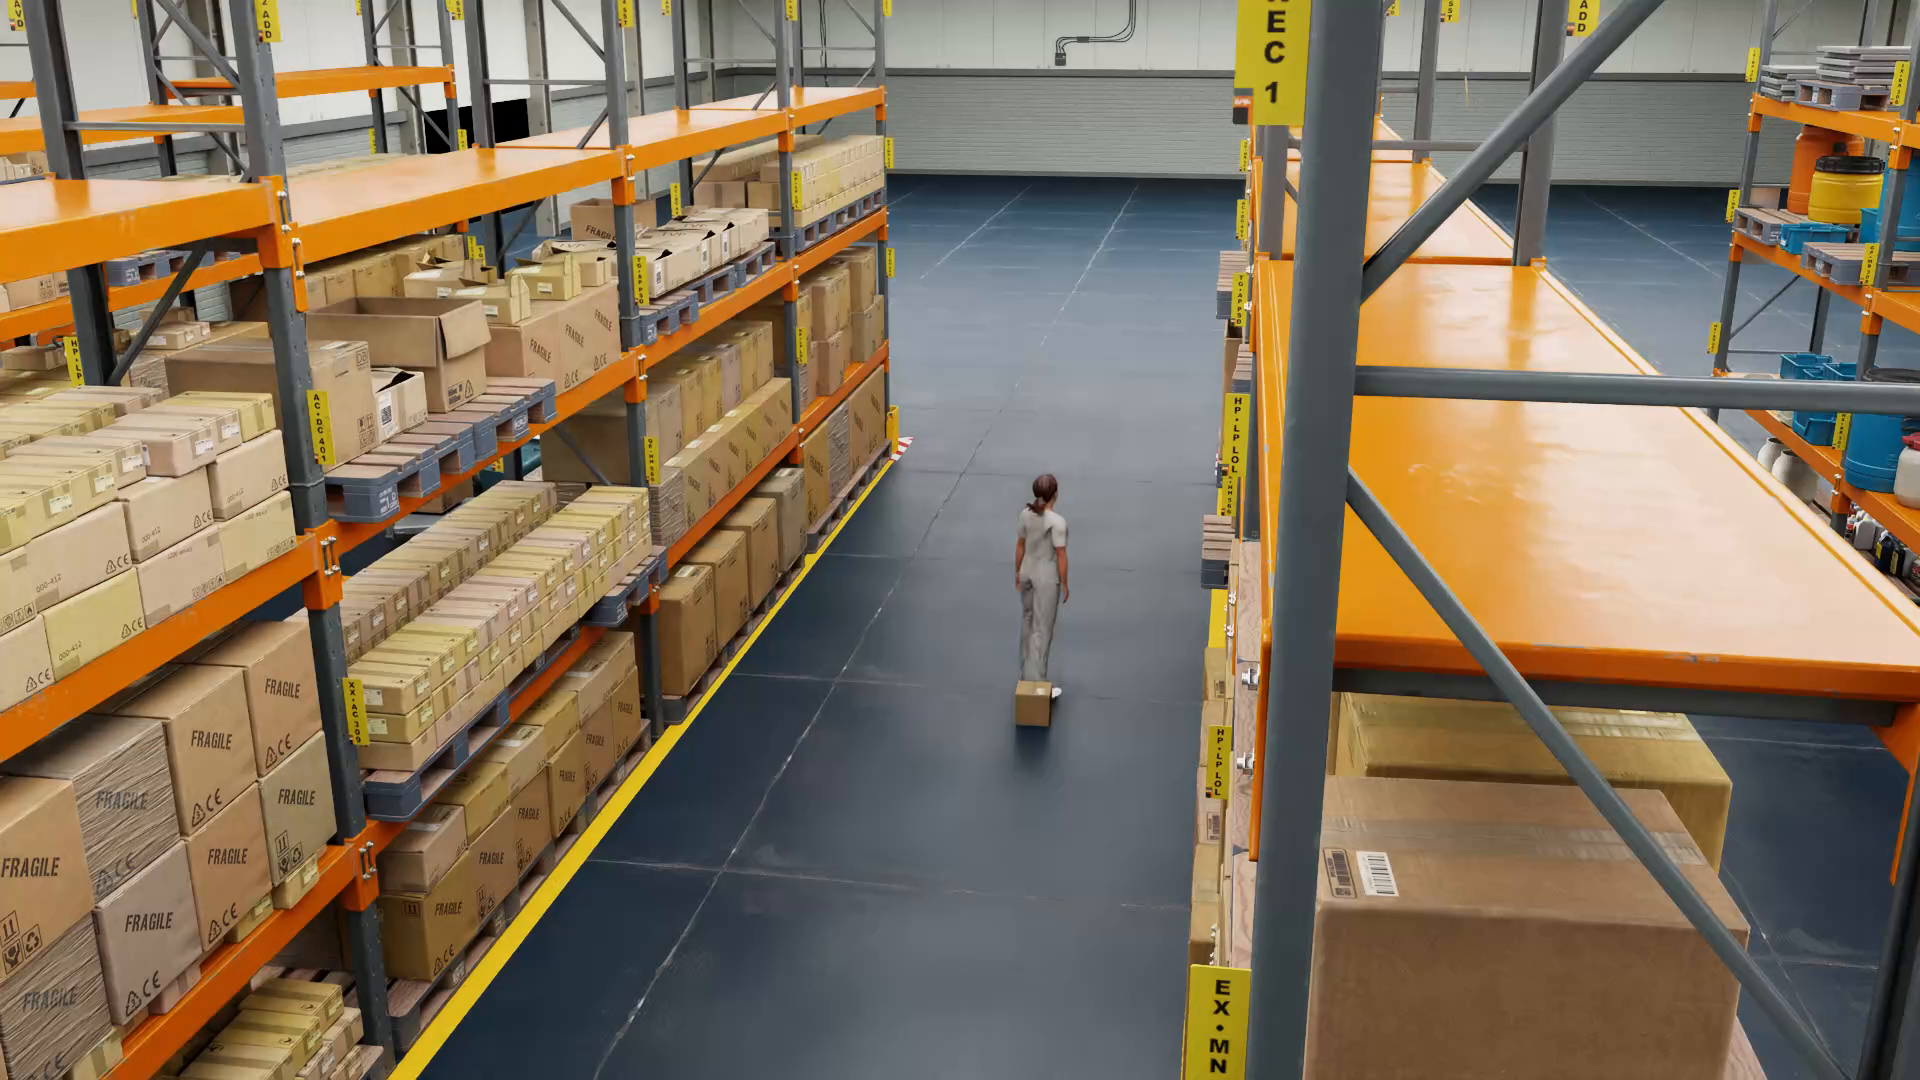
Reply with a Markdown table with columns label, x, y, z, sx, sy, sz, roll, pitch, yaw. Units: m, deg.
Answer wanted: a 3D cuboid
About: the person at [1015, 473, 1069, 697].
| label | x | y | z | sx | sy | sz | roll | pitch | yaw |
| --- | --- | --- | --- | --- | --- | --- | --- | --- | --- |
| person | 0.599 | 0.294 | 12.536 | 0.581 | 1.659 | 0.681 | -16 | 24 | -40 |
